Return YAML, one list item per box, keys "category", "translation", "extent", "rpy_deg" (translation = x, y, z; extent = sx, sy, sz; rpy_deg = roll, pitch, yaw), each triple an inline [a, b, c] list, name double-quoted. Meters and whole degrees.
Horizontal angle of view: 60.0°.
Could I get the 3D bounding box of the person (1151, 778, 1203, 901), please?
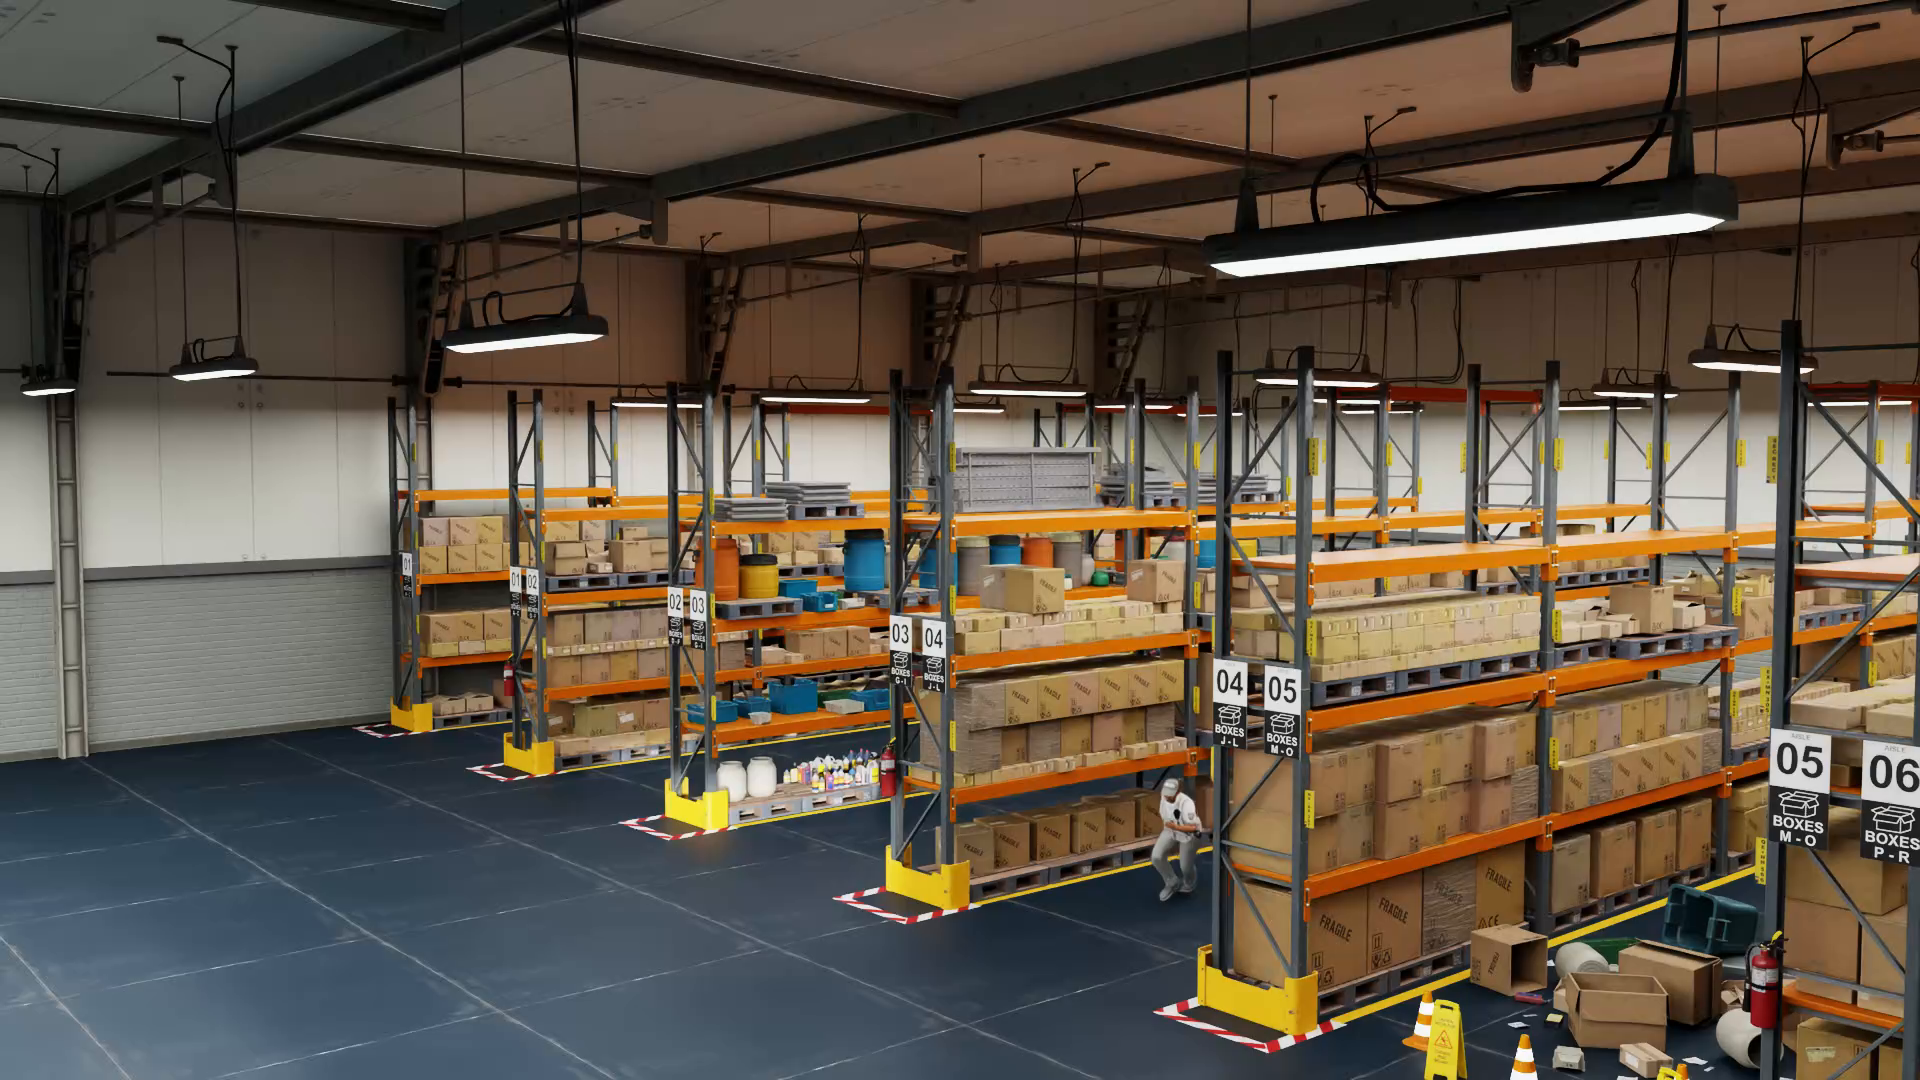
- category: "person"
  translation: [2.495, 3.337, 18.673]
  extent: [0.557, 1.445, 1.049]
  rpy_deg: [2, 4, 34]
